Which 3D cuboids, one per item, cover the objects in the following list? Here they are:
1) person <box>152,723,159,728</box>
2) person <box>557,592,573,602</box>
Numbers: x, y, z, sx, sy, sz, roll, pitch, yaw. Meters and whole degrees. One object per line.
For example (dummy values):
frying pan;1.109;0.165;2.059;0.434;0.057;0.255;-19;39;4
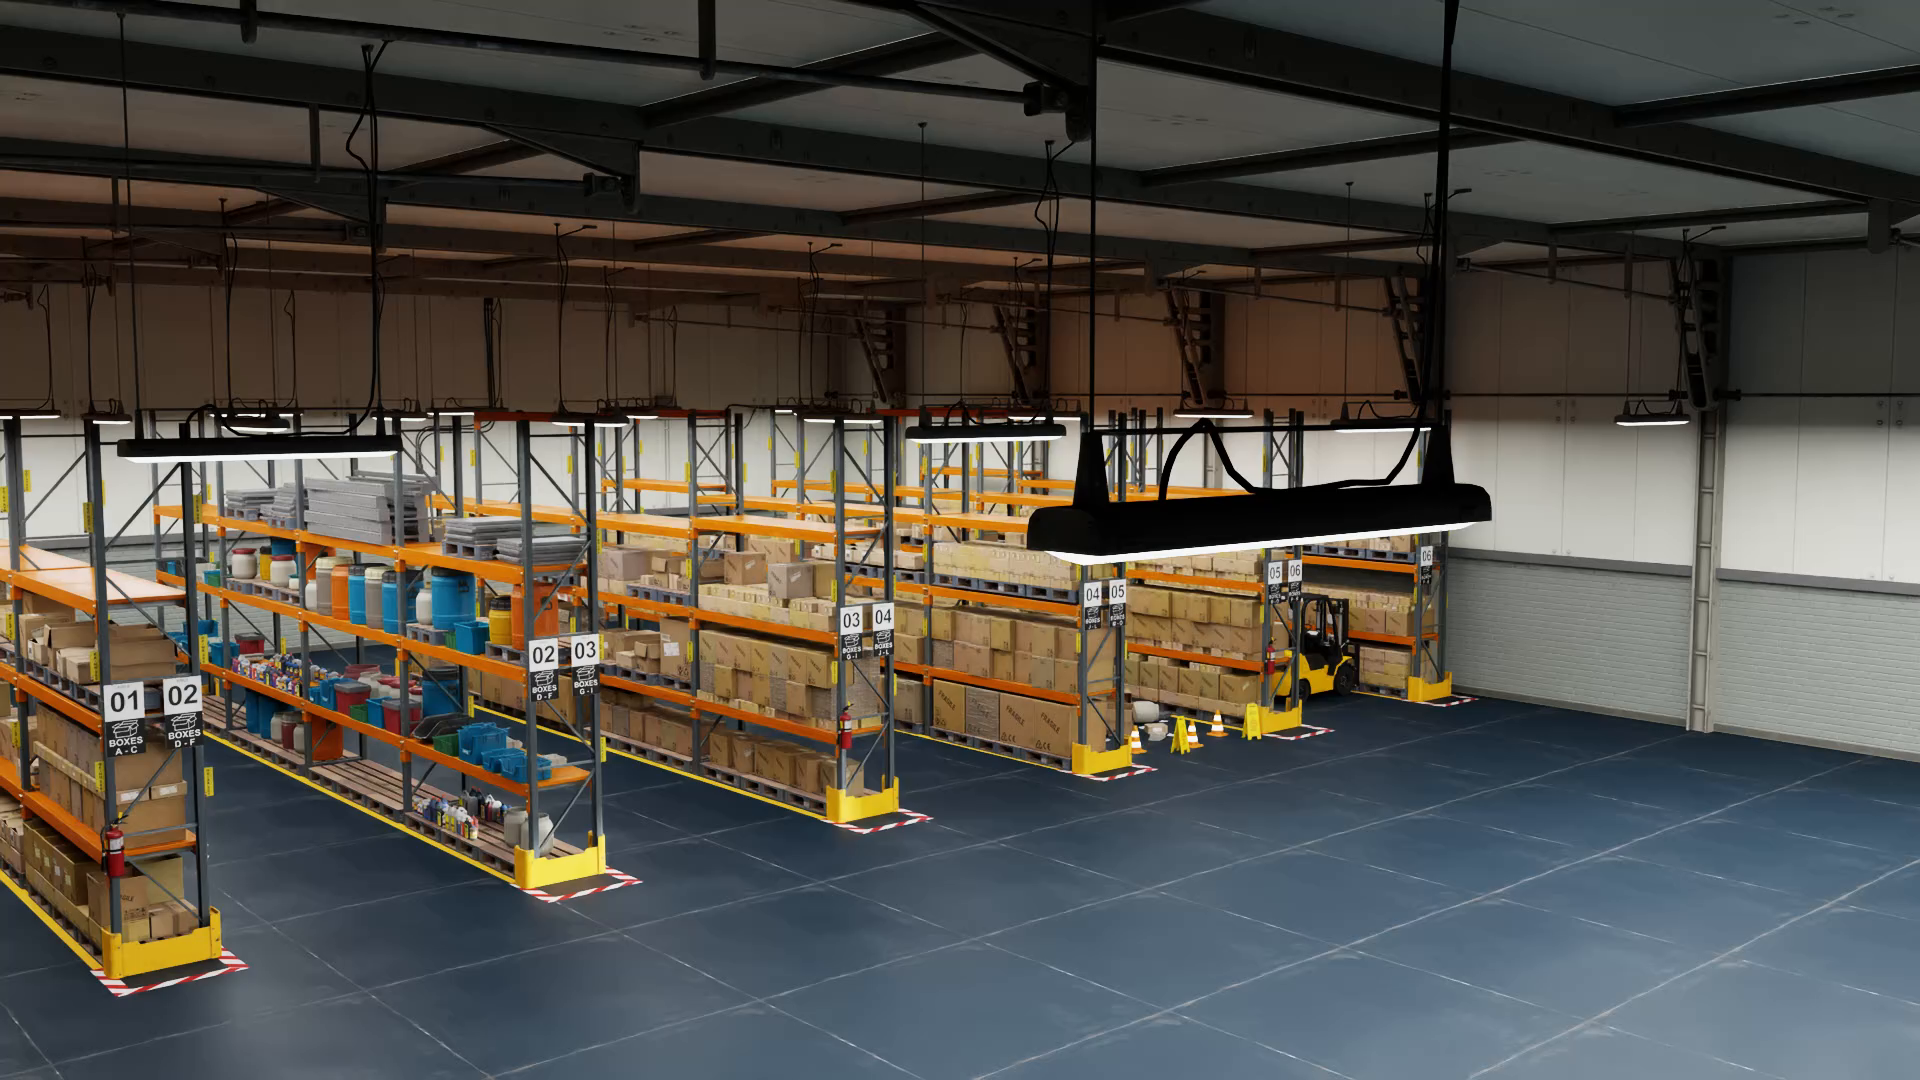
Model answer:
person;-12.749;3.180;26.025;0.587;1.713;0.478;-2;6;-26
person;-9.759;1.867;40.752;0.510;1.722;1.125;-1;5;-8
